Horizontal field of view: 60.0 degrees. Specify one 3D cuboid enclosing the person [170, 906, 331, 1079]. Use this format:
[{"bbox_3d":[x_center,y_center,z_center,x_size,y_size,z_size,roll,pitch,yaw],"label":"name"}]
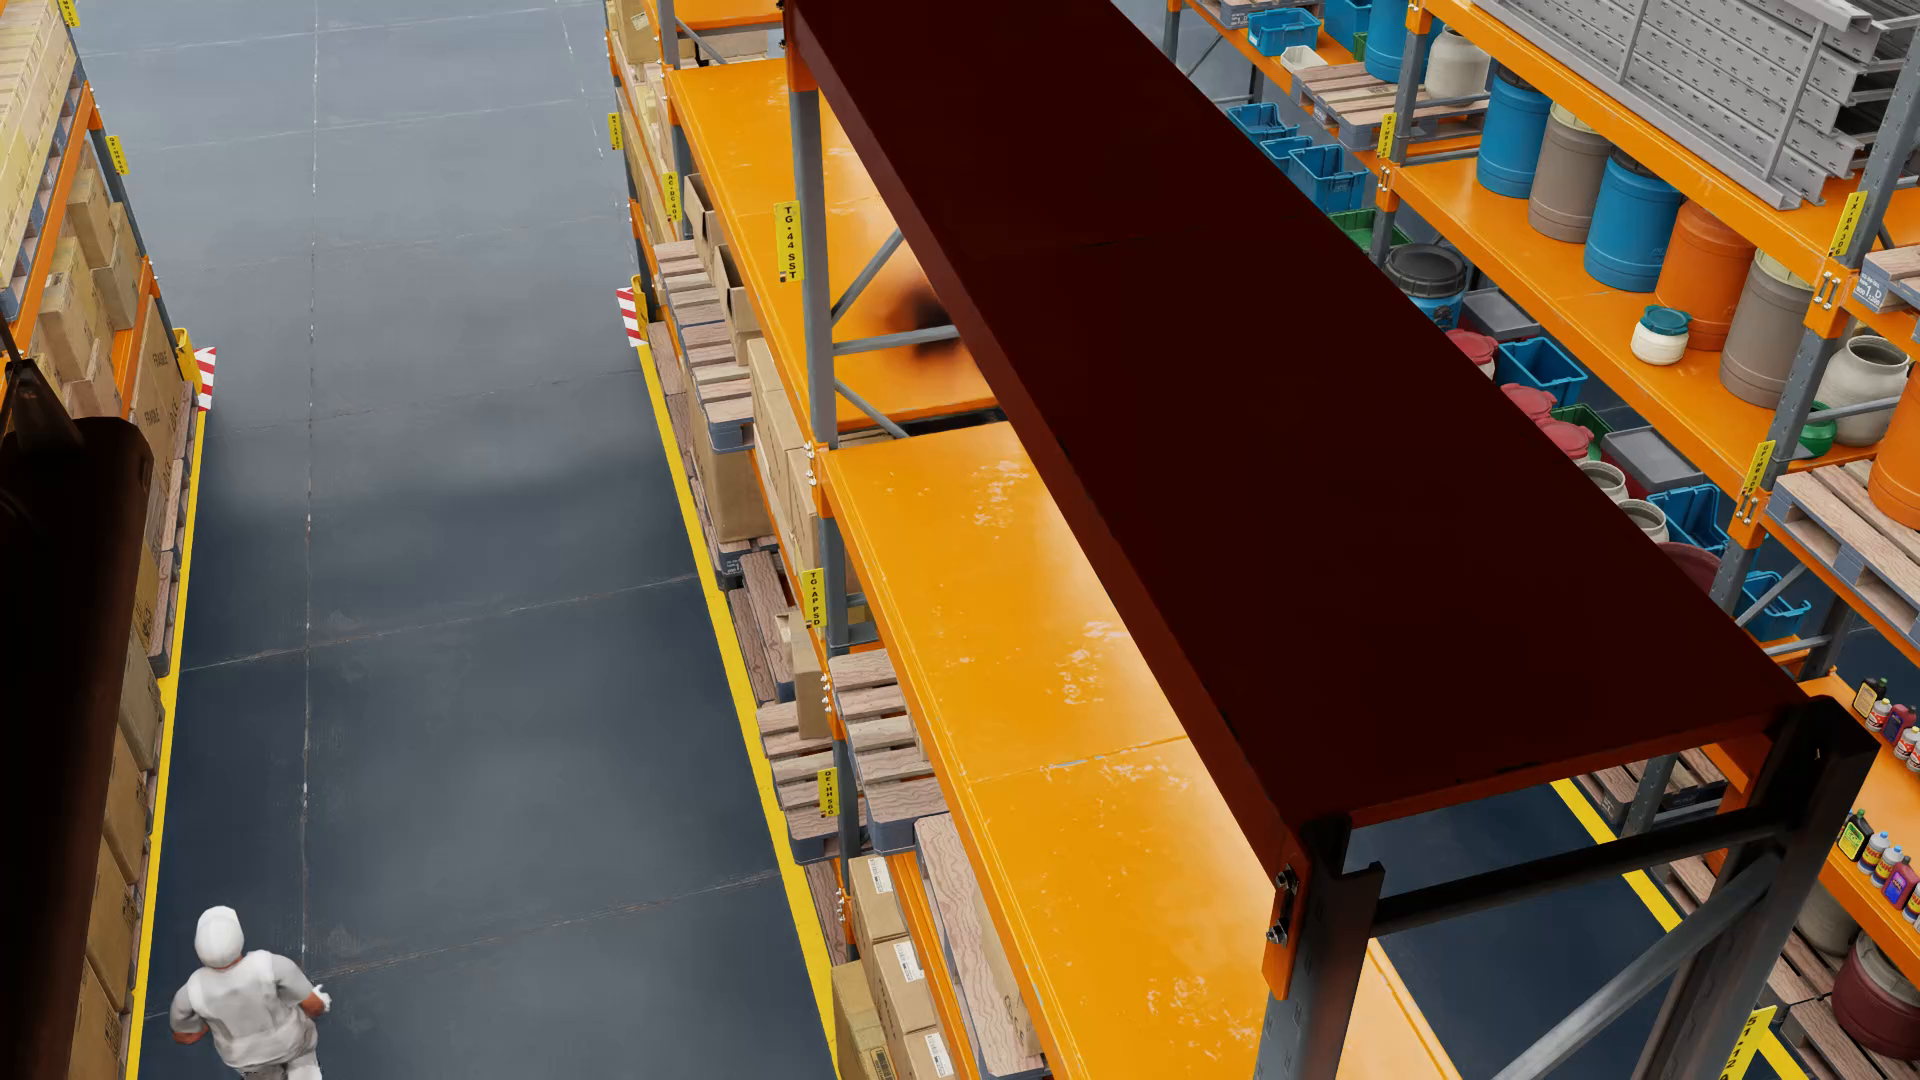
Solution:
[{"bbox_3d":[-3.328,2.389,7.944,0.662,1.748,0.599,-13,40,-16],"label":"person"}]
